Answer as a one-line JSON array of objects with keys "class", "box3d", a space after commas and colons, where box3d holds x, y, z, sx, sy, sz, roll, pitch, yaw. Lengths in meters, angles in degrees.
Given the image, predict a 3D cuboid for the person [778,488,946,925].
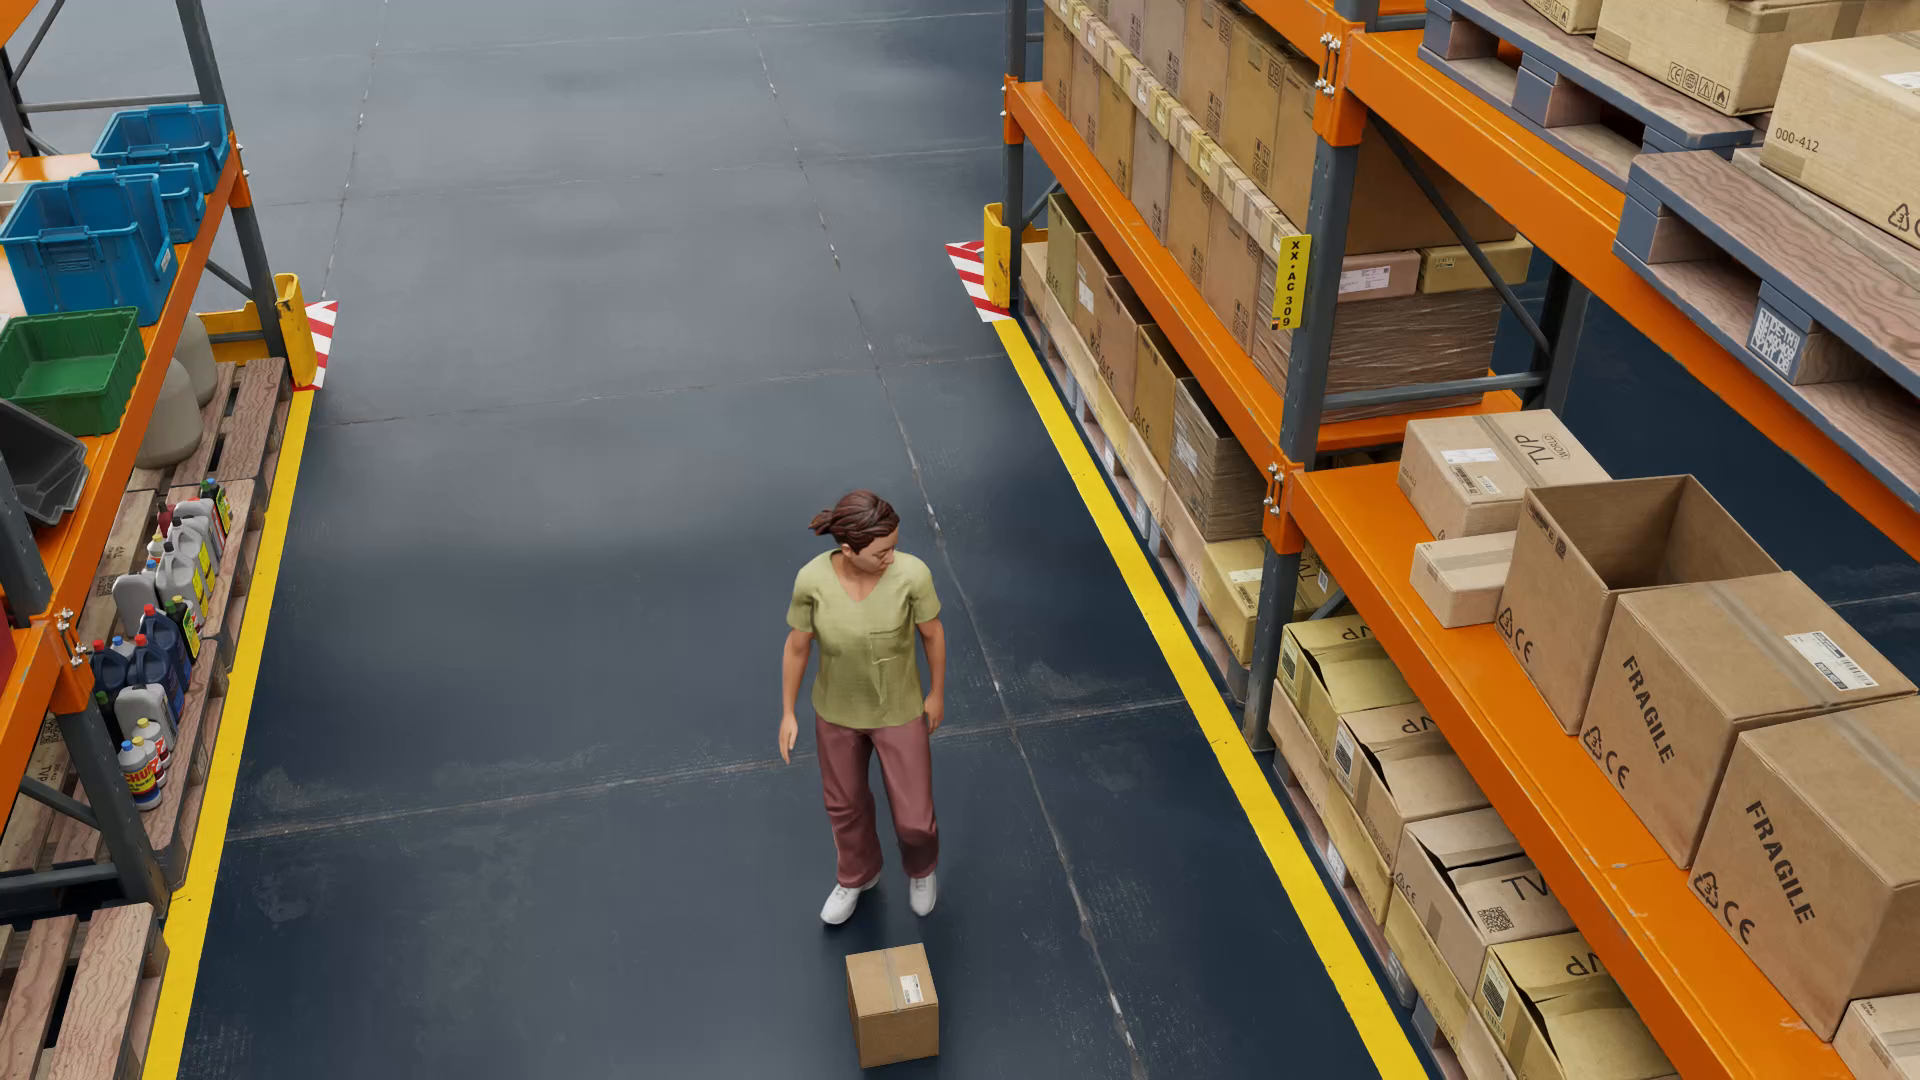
[{"class": "person", "box3d": [-0.302, 0.559, 5.296, 0.509, 1.684, 0.404, 6, 35, 9]}]
